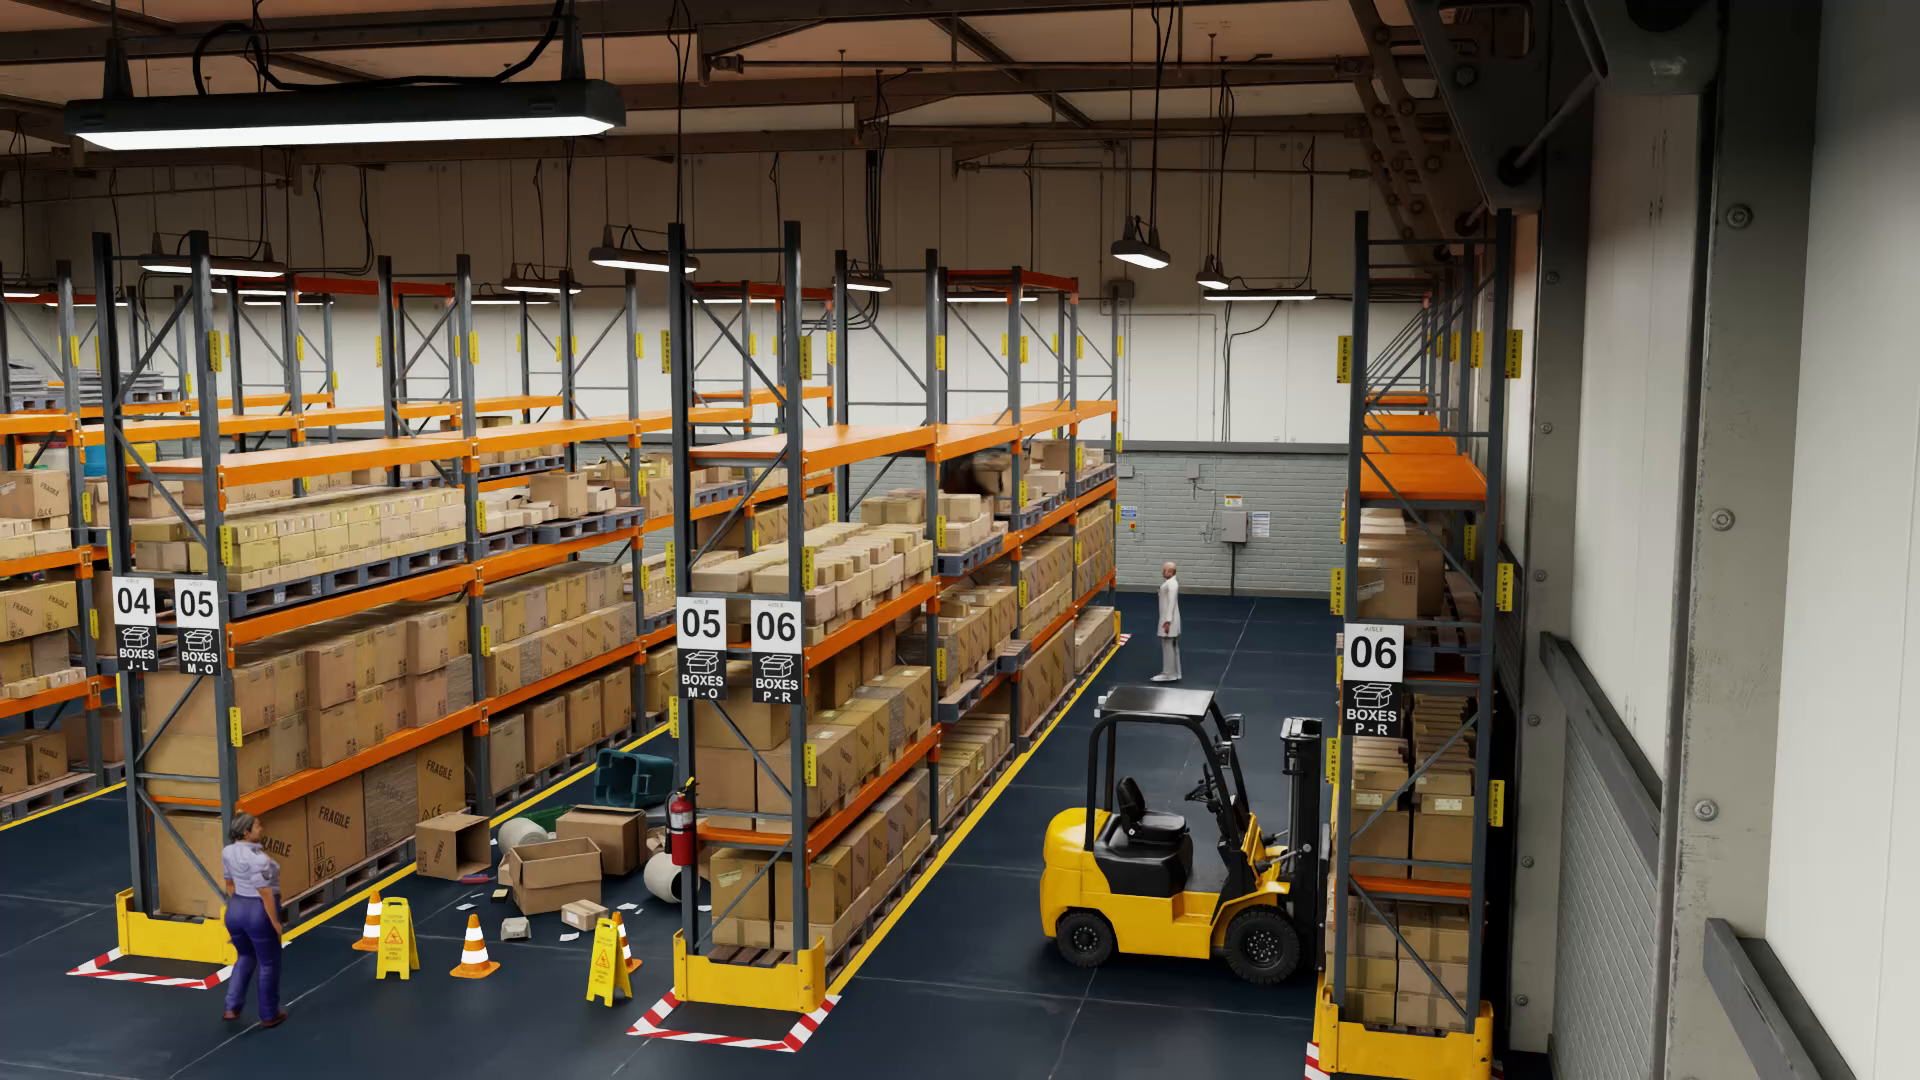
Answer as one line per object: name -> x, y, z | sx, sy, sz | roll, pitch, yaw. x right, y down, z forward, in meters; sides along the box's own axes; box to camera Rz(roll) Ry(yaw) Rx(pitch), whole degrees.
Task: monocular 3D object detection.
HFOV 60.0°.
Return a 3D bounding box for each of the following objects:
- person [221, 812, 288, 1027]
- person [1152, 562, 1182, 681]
person -> -5.305, 2.838, 12.479 | 0.531, 1.656, 0.429 | 2, 7, 19
person -> 3.148, 1.217, 25.095 | 0.420, 1.775, 0.671 | 2, 7, 13
